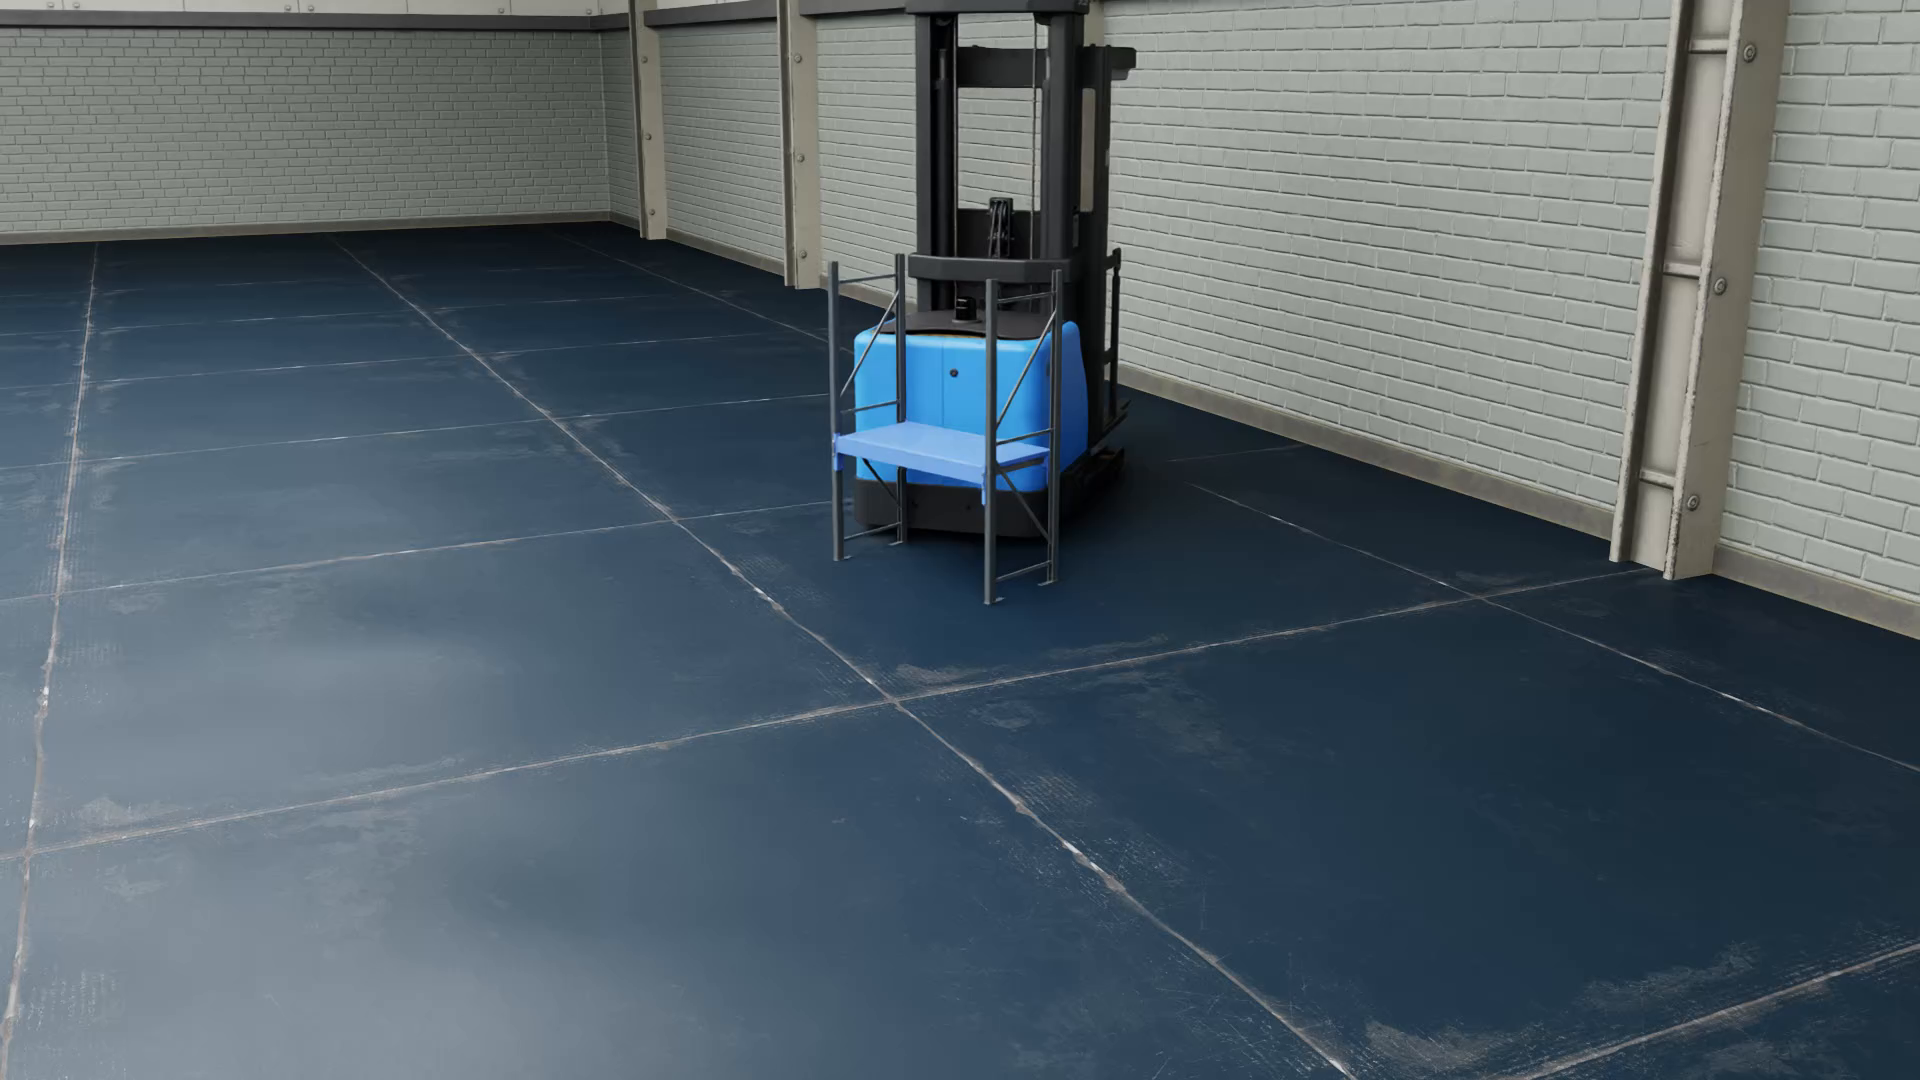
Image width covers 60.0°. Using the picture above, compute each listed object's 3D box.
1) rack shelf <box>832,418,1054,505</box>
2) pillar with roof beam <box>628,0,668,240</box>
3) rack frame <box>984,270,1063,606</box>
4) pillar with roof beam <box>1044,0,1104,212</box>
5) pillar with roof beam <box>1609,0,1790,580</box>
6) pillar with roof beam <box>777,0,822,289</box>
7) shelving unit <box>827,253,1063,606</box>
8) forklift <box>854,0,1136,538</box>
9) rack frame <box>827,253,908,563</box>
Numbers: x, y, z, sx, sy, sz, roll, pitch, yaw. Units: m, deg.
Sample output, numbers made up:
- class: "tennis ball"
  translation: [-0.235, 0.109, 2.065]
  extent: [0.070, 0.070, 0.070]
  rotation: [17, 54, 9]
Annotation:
- class: "rack shelf"
  translation: [-0.081, -0.392, 8.050]
  extent: [1.000, 0.185, 0.538]
  rotation: [14, 21, 41]
- class: "pillar with roof beam"
  translation: [-8.253, -8.140, 20.800]
  extent: [9.100, 9.000, 0.400]
  rotation: [-8, 18, -25]
- class: "rack frame"
  translation: [0.293, -0.470, 7.670]
  extent: [0.032, 1.500, 0.500]
  rotation: [14, 21, 41]
- class: "pillar with roof beam"
  translation: [-2.996, -5.164, 10.432]
  extent: [9.100, 9.000, 0.400]
  rotation: [-8, 18, -25]
- class: "pillar with roof beam"
  translation: [-0.367, -3.676, 5.247]
  extent: [9.100, 9.000, 0.400]
  rotation: [-8, 18, -25]
- class: "pillar with roof beam"
  translation: [-5.624, -6.652, 15.616]
  extent: [9.100, 9.000, 0.400]
  rotation: [-8, 18, -25]
- class: "shelving unit"
  translation: [-0.081, -0.565, 8.000]
  extent: [1.048, 1.500, 0.538]
  rotation: [14, 21, 41]
- class: "forklift"
  translation: [0.372, -1.785, 9.658]
  extent: [1.130, 2.935, 3.031]
  rotation: [5, 17, 17]
- class: "rack frame"
  translation: [-0.455, -0.660, 8.331]
  extent: [0.032, 1.500, 0.500]
  rotation: [14, 21, 41]
